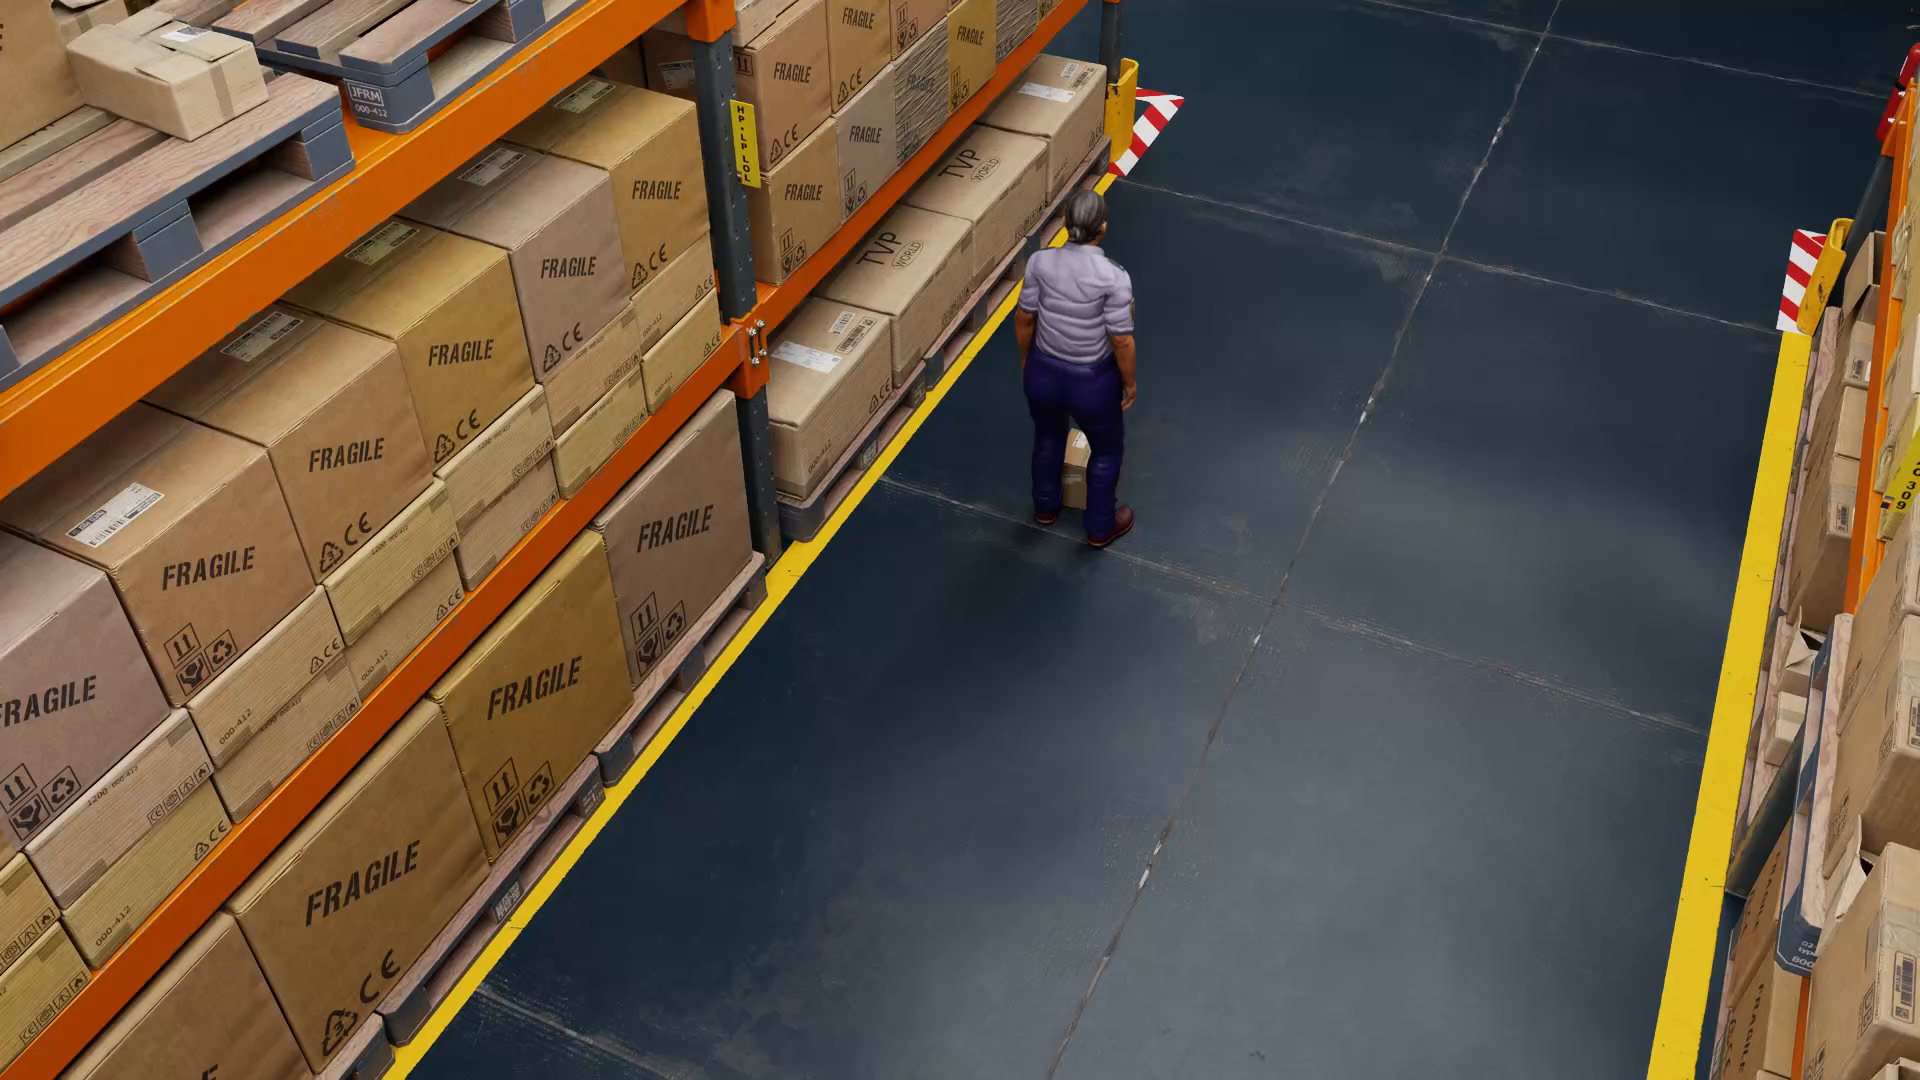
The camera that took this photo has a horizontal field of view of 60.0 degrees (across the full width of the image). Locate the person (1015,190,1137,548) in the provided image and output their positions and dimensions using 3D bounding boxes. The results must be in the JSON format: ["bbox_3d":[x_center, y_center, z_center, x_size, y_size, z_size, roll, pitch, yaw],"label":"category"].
[{"bbox_3d":[0.495,-0.696,6.932,0.537,1.652,0.415,18,45,19],"label":"person"}]
